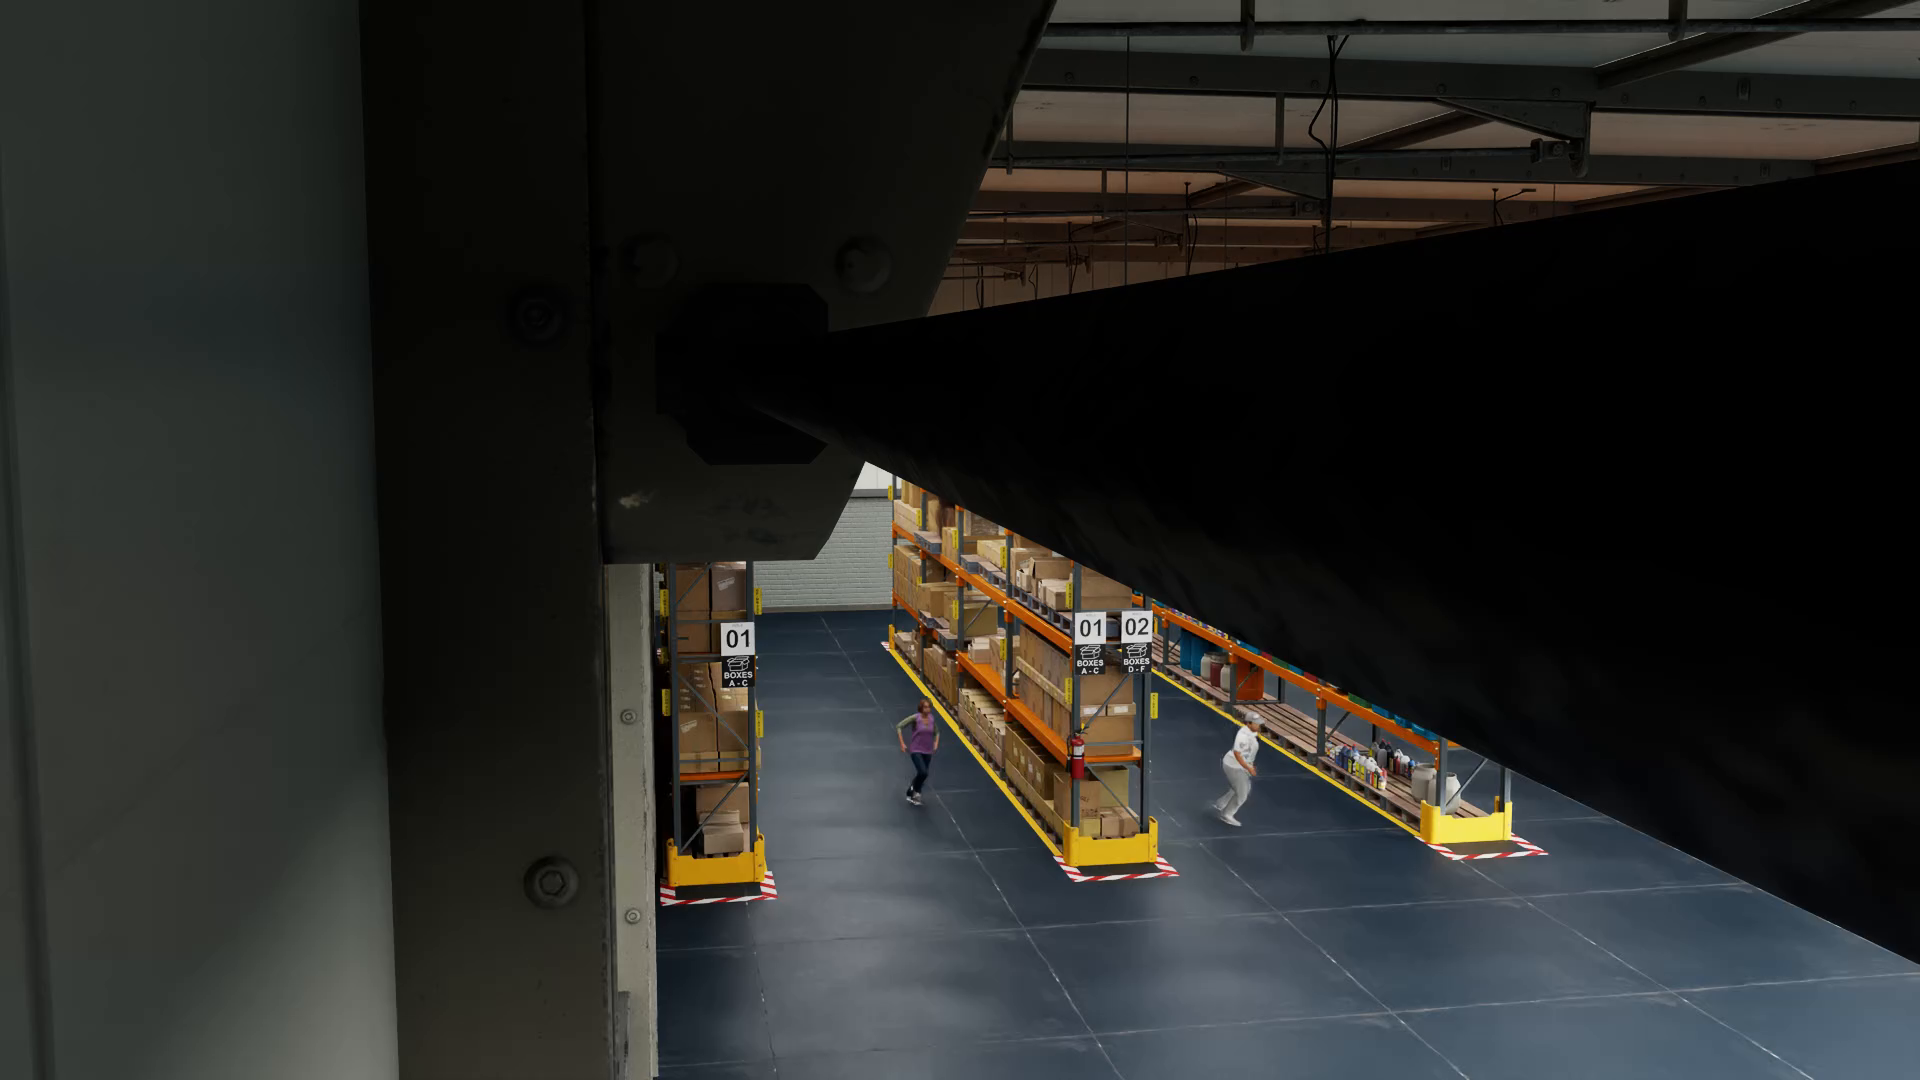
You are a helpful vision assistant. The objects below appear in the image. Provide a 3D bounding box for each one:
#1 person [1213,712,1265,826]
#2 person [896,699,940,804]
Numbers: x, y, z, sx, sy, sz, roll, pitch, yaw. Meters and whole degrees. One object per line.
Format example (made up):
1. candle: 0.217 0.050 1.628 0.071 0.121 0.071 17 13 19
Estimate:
1. person: 3.785 3.114 22.690 0.783 1.597 0.582 3 7 28
2. person: -0.576 3.007 23.544 0.623 1.550 0.600 -4 7 -30
